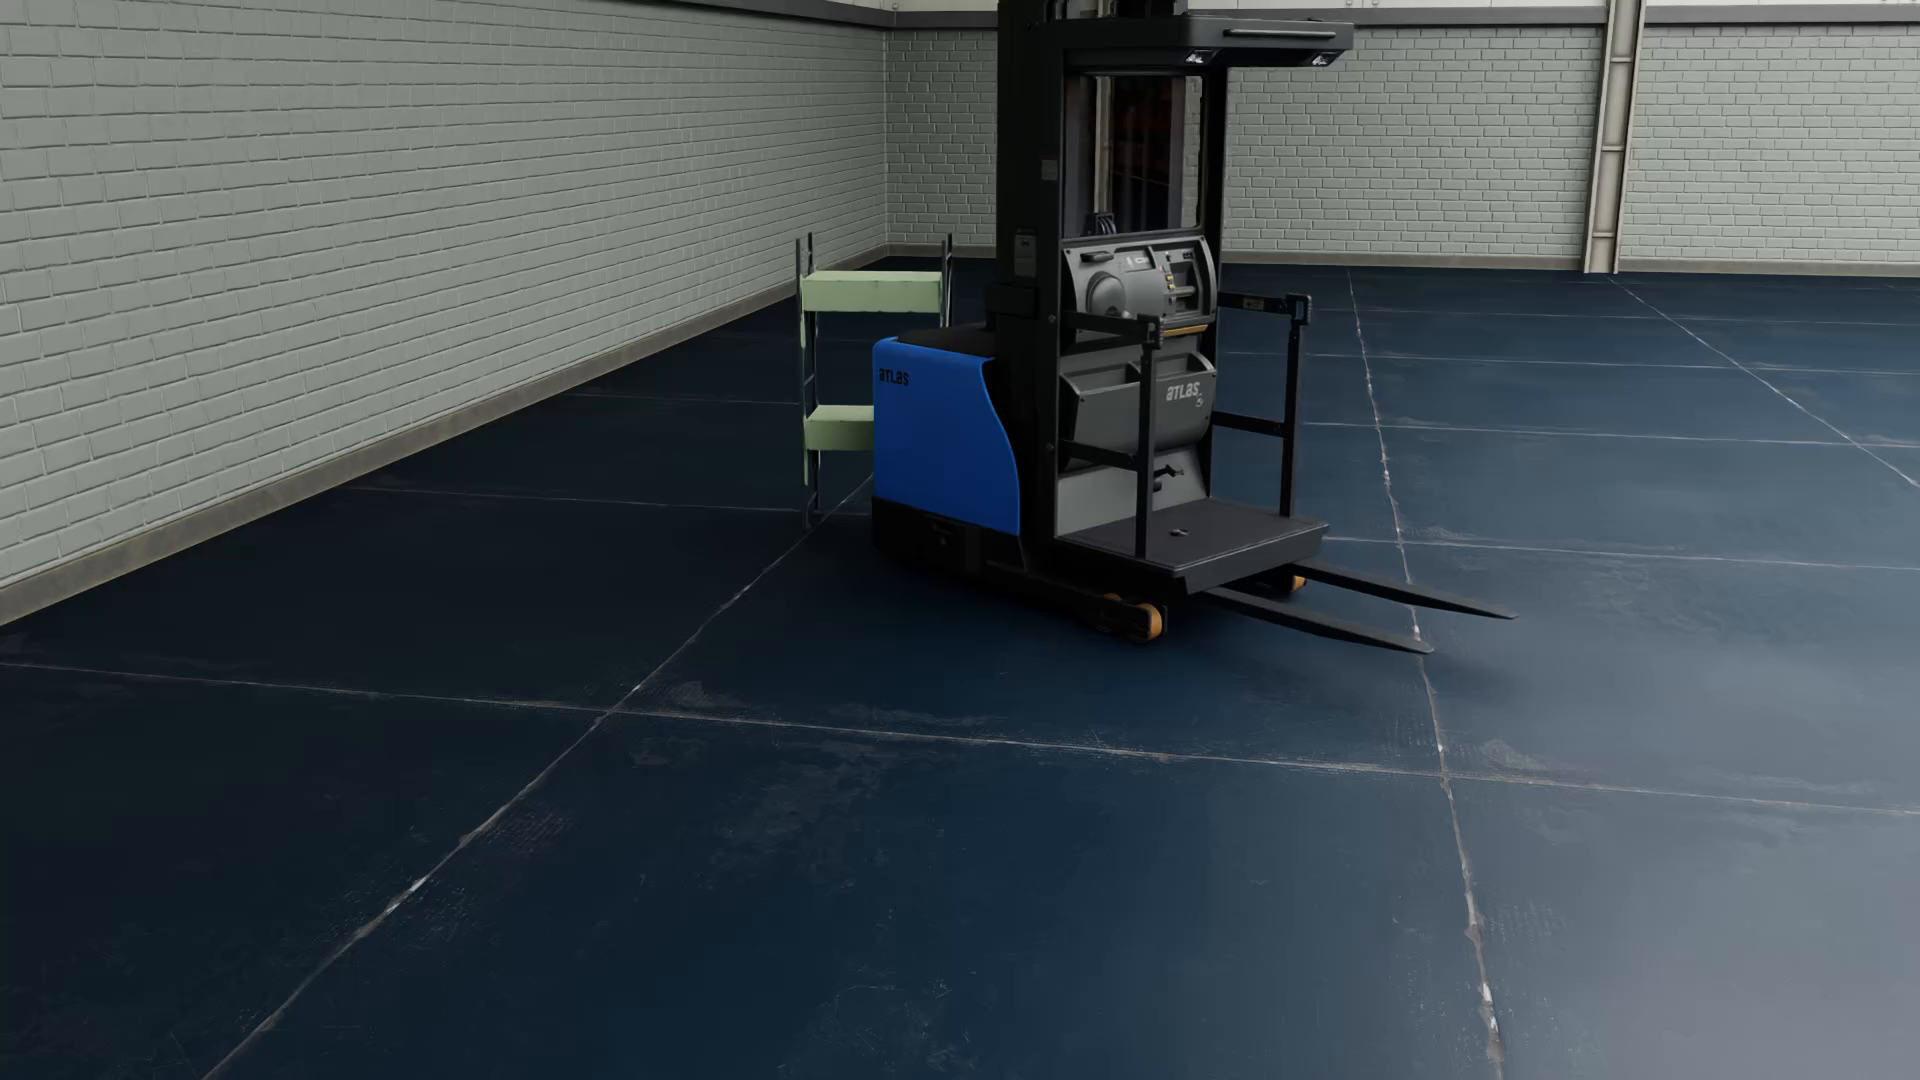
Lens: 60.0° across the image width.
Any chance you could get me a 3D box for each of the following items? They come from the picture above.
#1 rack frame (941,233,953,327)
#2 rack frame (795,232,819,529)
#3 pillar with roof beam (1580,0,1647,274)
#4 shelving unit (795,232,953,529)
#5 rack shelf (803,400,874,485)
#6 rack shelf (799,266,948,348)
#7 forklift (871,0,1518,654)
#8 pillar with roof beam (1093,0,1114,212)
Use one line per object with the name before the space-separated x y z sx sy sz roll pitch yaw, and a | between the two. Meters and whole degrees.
rack frame | -0.065 -0.816 8.627 0.023 1.500 0.400 1 16 5
rack frame | -0.795 -0.832 8.685 0.023 1.500 0.400 1 16 5
pillar with roof beam | 6.948 -6.488 15.055 0.400 9.000 9.100 3 16 11
shelving unit | -0.430 -0.824 8.656 0.755 1.500 0.431 1 16 5
rack shelf | -0.430 -0.510 8.743 0.720 0.370 0.431 1 16 5
rack shelf | -0.430 -1.200 8.552 0.720 0.370 0.431 1 16 5
forklift | 0.938 -1.136 7.103 1.130 2.935 3.031 -14 21 -41
pillar with roof beam | 1.068 -6.807 16.208 0.400 9.000 9.100 3 16 11
